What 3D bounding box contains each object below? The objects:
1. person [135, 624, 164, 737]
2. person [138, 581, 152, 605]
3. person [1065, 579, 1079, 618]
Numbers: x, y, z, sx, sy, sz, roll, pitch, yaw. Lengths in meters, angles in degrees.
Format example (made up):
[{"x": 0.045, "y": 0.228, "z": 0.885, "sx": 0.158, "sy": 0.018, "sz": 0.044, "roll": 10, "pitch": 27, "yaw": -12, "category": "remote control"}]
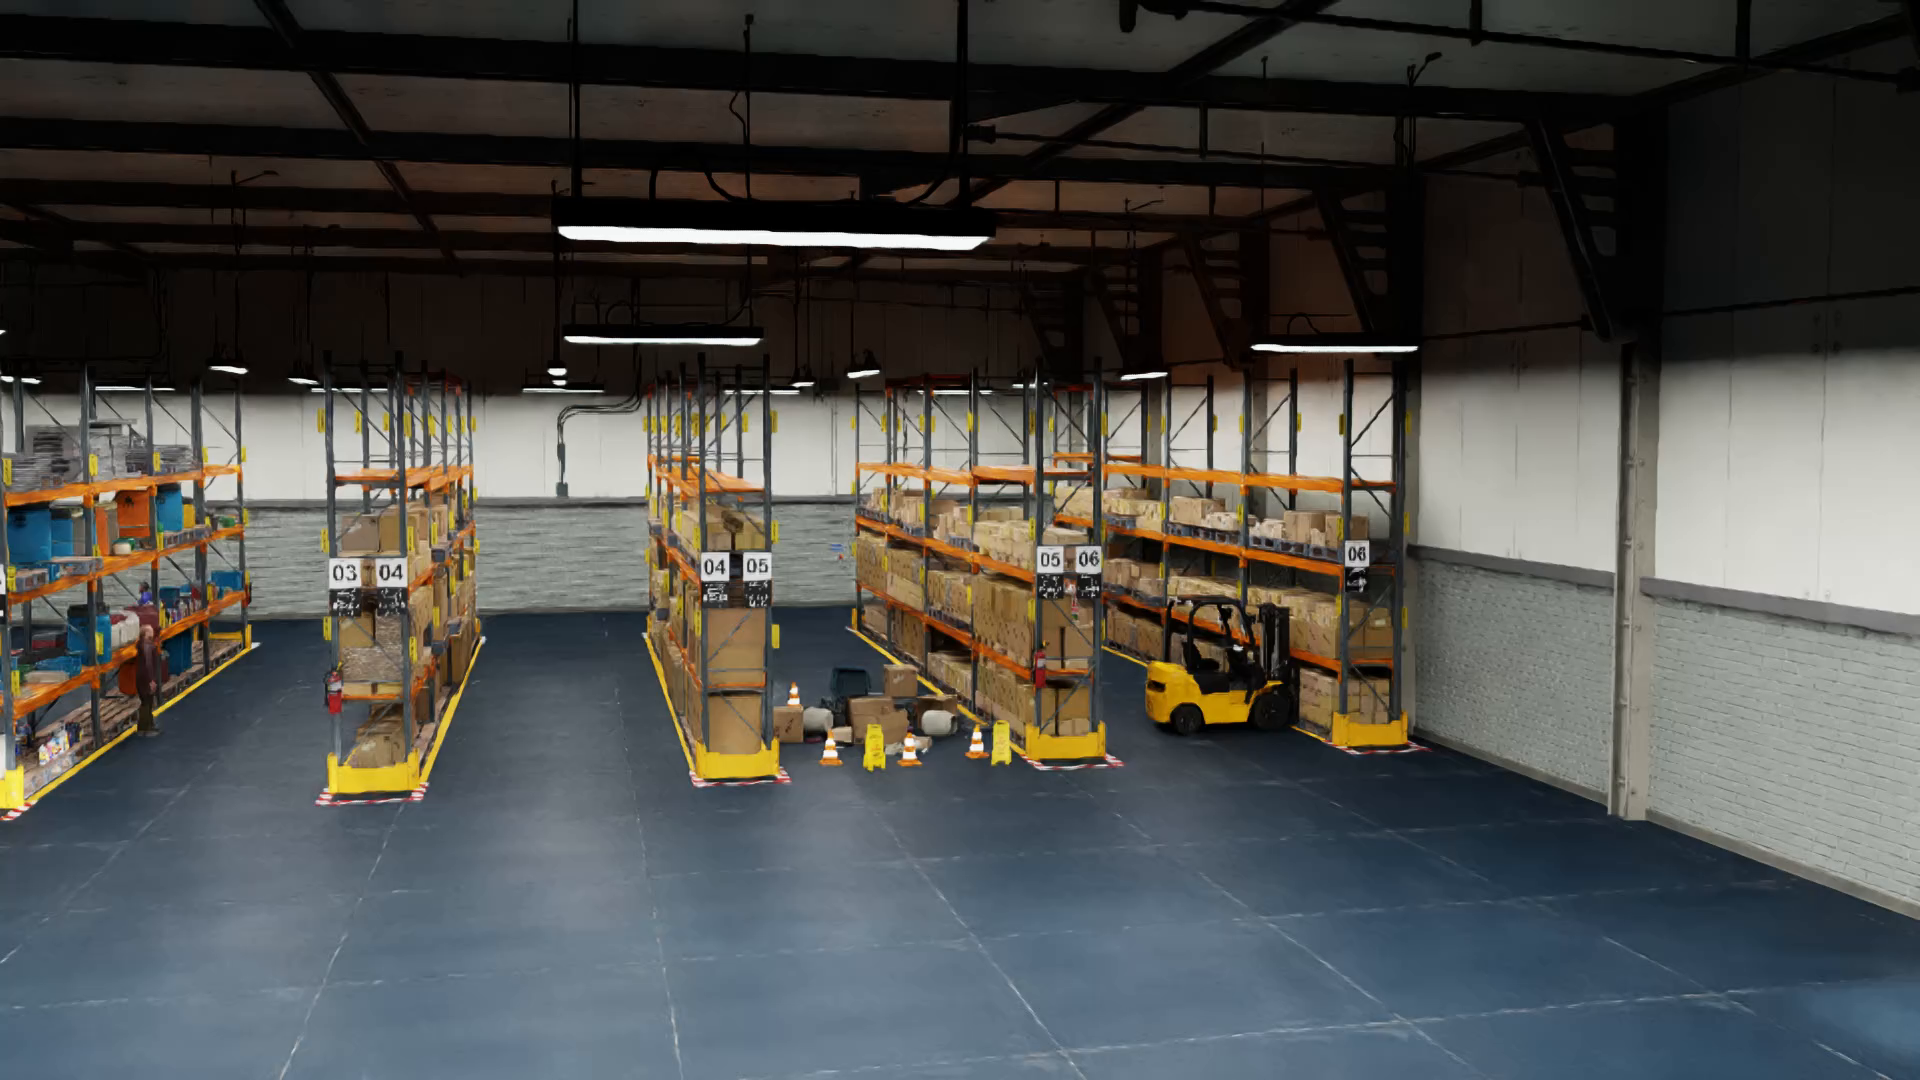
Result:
[{"x": -13.014, "y": 2.232, "z": 26.704, "sx": 0.450, "sy": 1.785, "sz": 0.670, "roll": -3, "pitch": 5, "yaw": -35, "category": "person"}, {"x": -17.348, "y": 1.694, "z": 35.444, "sx": 0.496, "sy": 1.659, "sz": 0.644, "roll": -1, "pitch": 4, "yaw": -18, "category": "person"}, {"x": 2.344, "y": 1.594, "z": 35.975, "sx": 0.583, "sy": 1.786, "sz": 0.658, "roll": 0, "pitch": 4, "yaw": 7, "category": "person"}]
